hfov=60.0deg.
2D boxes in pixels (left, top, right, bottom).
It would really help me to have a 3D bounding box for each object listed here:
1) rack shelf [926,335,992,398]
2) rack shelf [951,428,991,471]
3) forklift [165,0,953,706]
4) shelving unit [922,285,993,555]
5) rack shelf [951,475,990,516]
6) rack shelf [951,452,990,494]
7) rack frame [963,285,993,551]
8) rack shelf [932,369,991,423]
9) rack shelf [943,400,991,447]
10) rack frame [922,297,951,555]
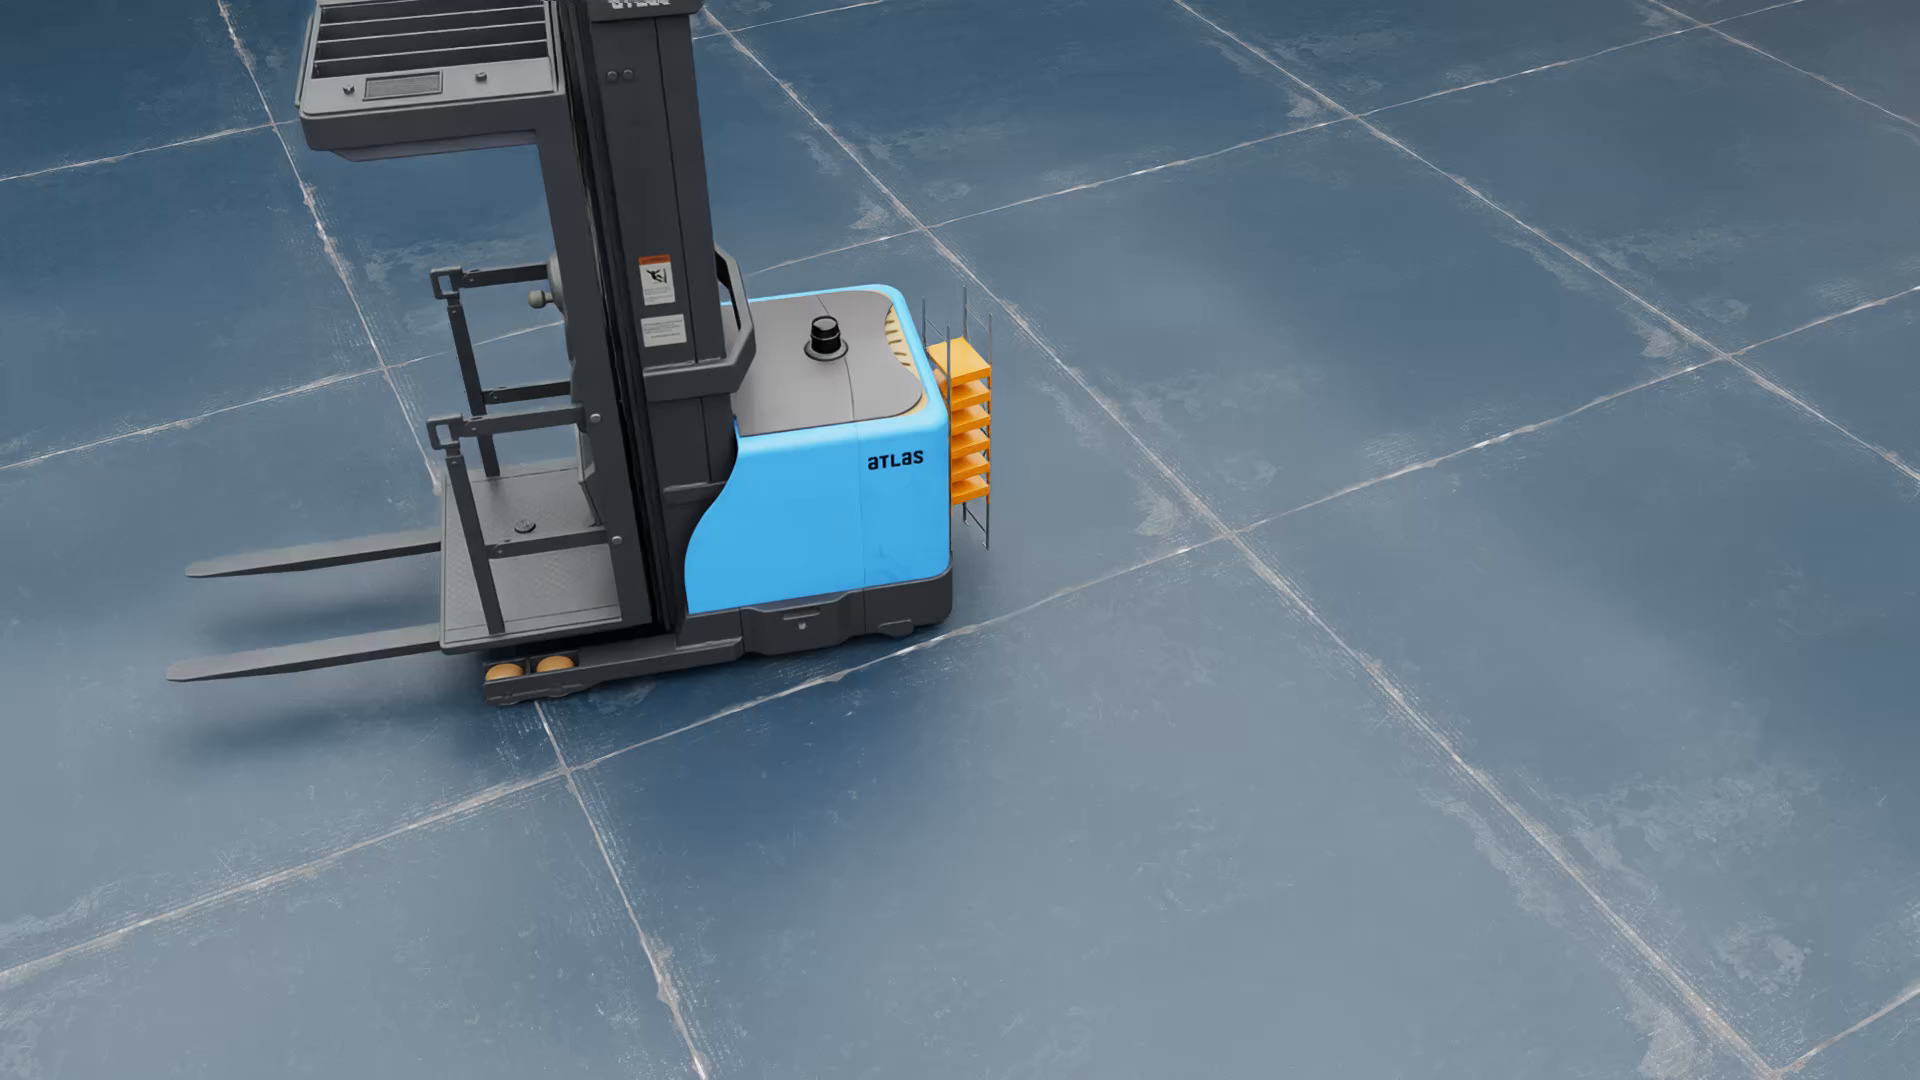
[{"bbox_3d":[-0.012,-0.695,6.654,0.180,0.103,0.258,-18,43,-20],"label":"rack shelf"},{"bbox_3d":[-0.012,-0.420,6.886,0.180,0.103,0.258,-18,43,-20],"label":"rack shelf"},{"bbox_3d":[-1.603,-0.851,5.986,3.031,2.935,1.130,-8,41,-10],"label":"forklift"},{"bbox_3d":[-0.012,-0.454,6.857,0.189,1.200,0.258,-18,43,-20],"label":"shelving unit"},{"bbox_3d":[-0.012,-0.237,7.041,0.180,0.103,0.258,-18,43,-20],"label":"rack shelf"},{"bbox_3d":[-0.012,-0.328,6.963,0.180,0.103,0.258,-18,43,-20],"label":"rack shelf"},{"bbox_3d":[0.070,-0.481,6.889,0.006,1.200,0.240,-18,43,-20],"label":"rack frame"},{"bbox_3d":[-0.012,-0.603,6.731,0.180,0.103,0.258,-18,43,-20],"label":"rack shelf"},{"bbox_3d":[-0.012,-0.512,6.808,0.180,0.103,0.258,-18,43,-20],"label":"rack shelf"},{"bbox_3d":[-0.094,-0.427,6.826,0.006,1.200,0.240,-18,43,-20],"label":"rack frame"}]
